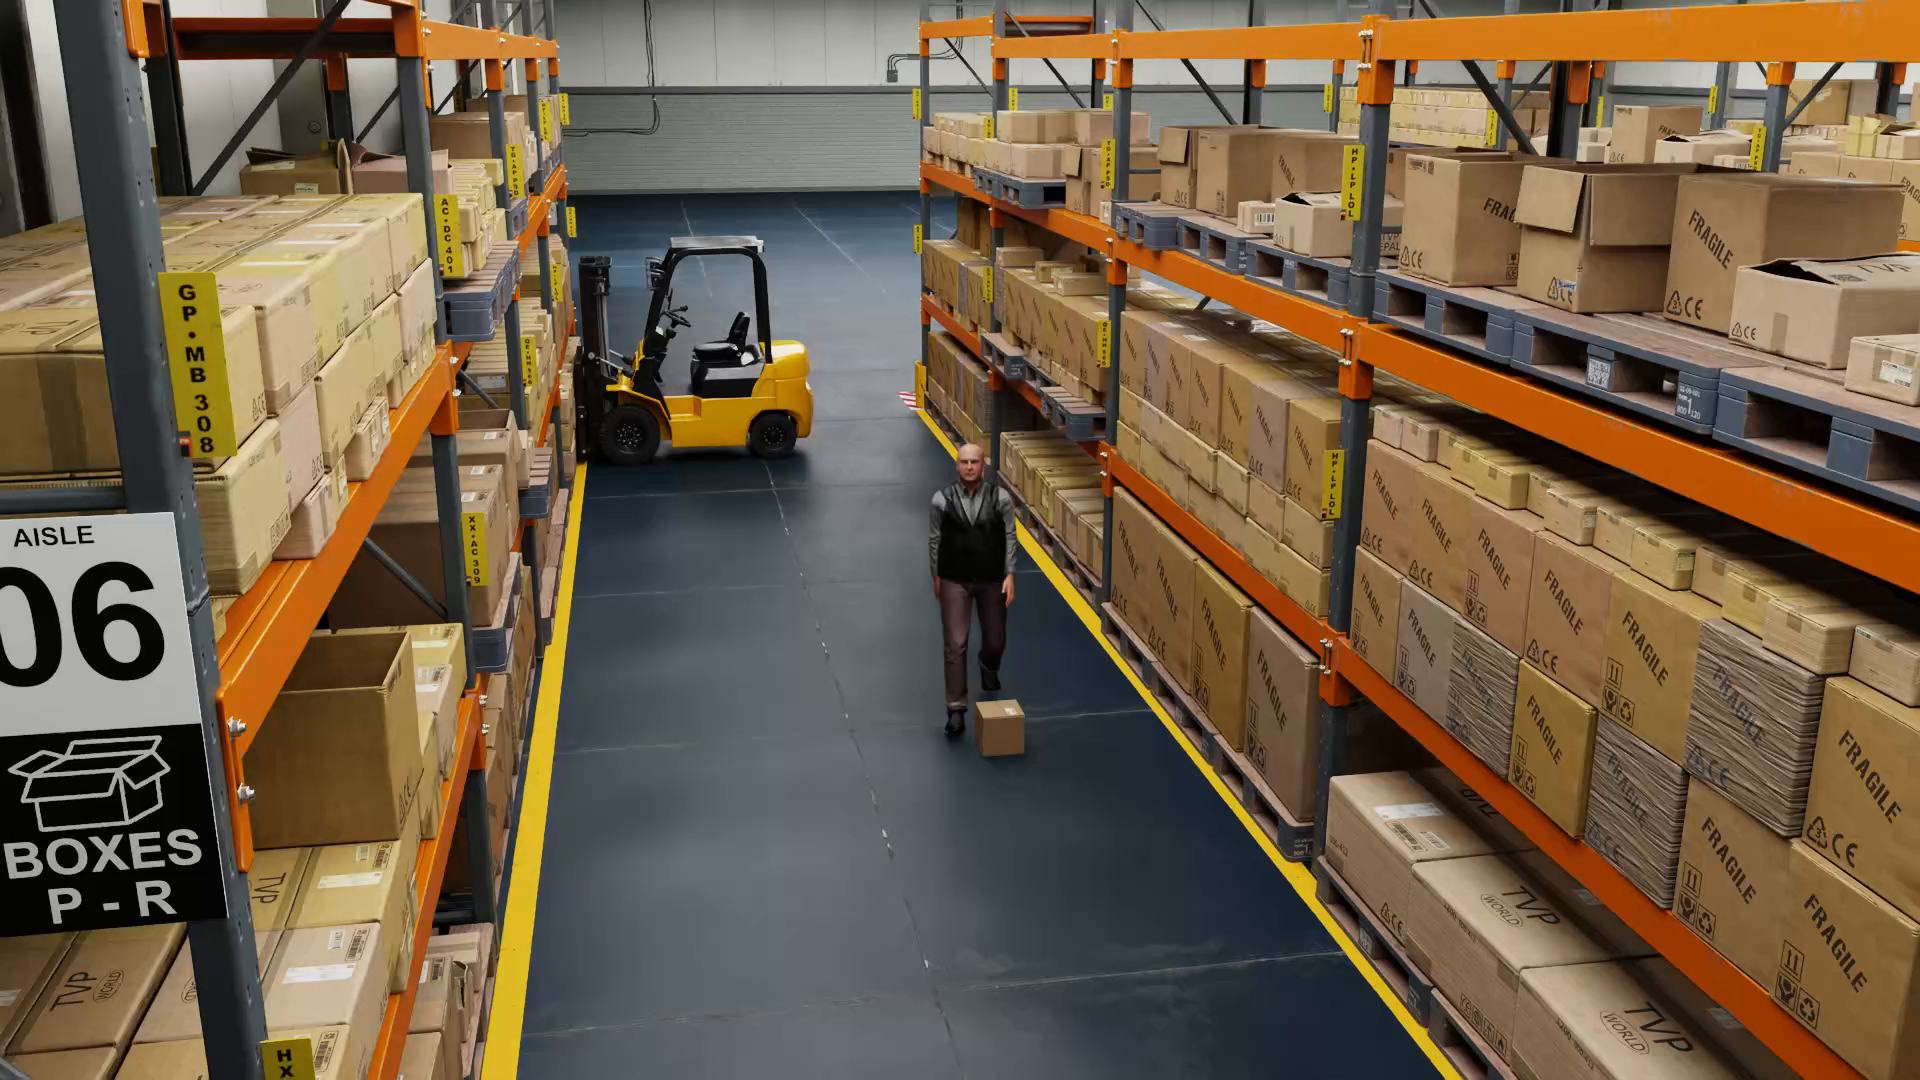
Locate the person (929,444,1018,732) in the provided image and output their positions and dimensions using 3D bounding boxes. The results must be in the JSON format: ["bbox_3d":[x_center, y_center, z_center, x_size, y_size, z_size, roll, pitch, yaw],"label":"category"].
[{"bbox_3d":[0.087,0.266,10.185,0.541,1.693,0.851,-1,16,-4],"label":"person"}]
